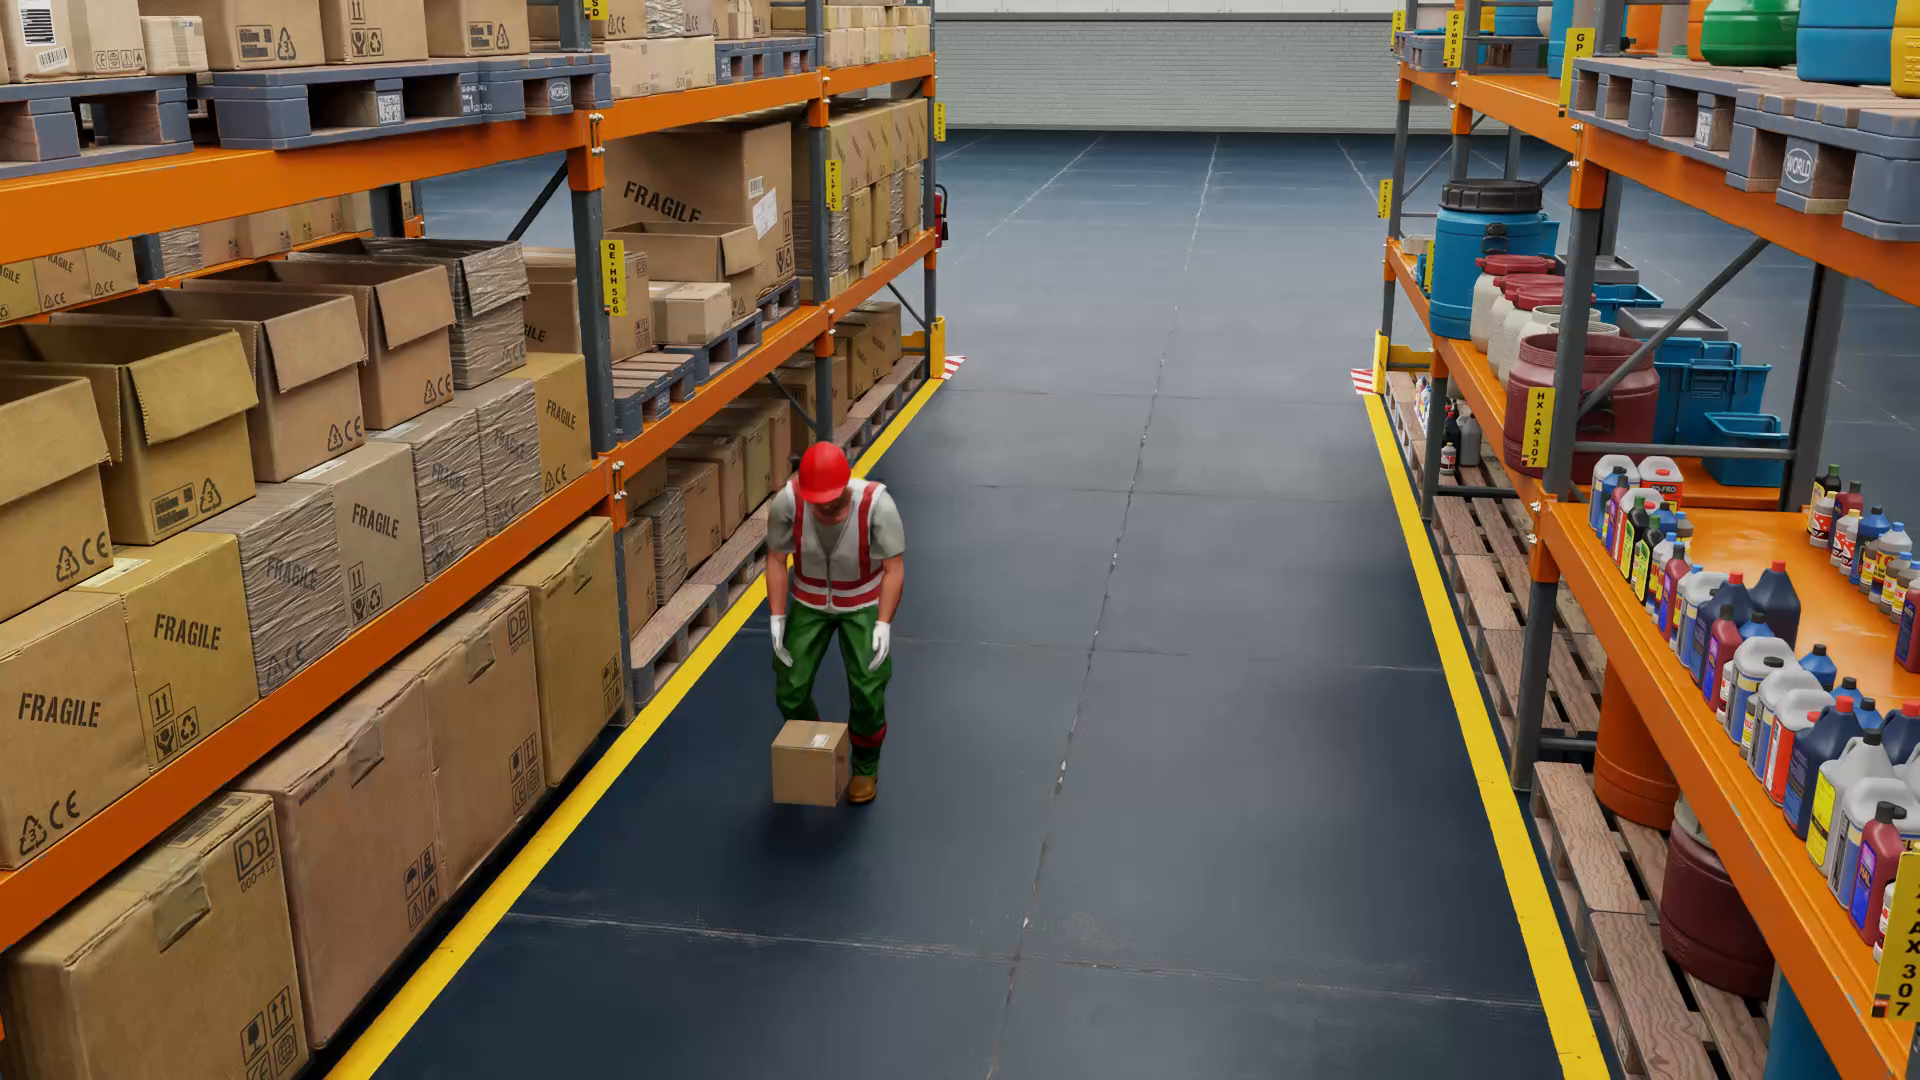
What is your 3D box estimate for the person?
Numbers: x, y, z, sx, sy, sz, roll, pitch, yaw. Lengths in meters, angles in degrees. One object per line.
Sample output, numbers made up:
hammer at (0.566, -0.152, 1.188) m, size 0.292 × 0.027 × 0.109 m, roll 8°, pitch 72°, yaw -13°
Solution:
person at (-0.502, 0.319, 6.858) m, size 0.575 × 1.580 × 0.647 m, roll 3°, pitch 18°, yaw 9°
